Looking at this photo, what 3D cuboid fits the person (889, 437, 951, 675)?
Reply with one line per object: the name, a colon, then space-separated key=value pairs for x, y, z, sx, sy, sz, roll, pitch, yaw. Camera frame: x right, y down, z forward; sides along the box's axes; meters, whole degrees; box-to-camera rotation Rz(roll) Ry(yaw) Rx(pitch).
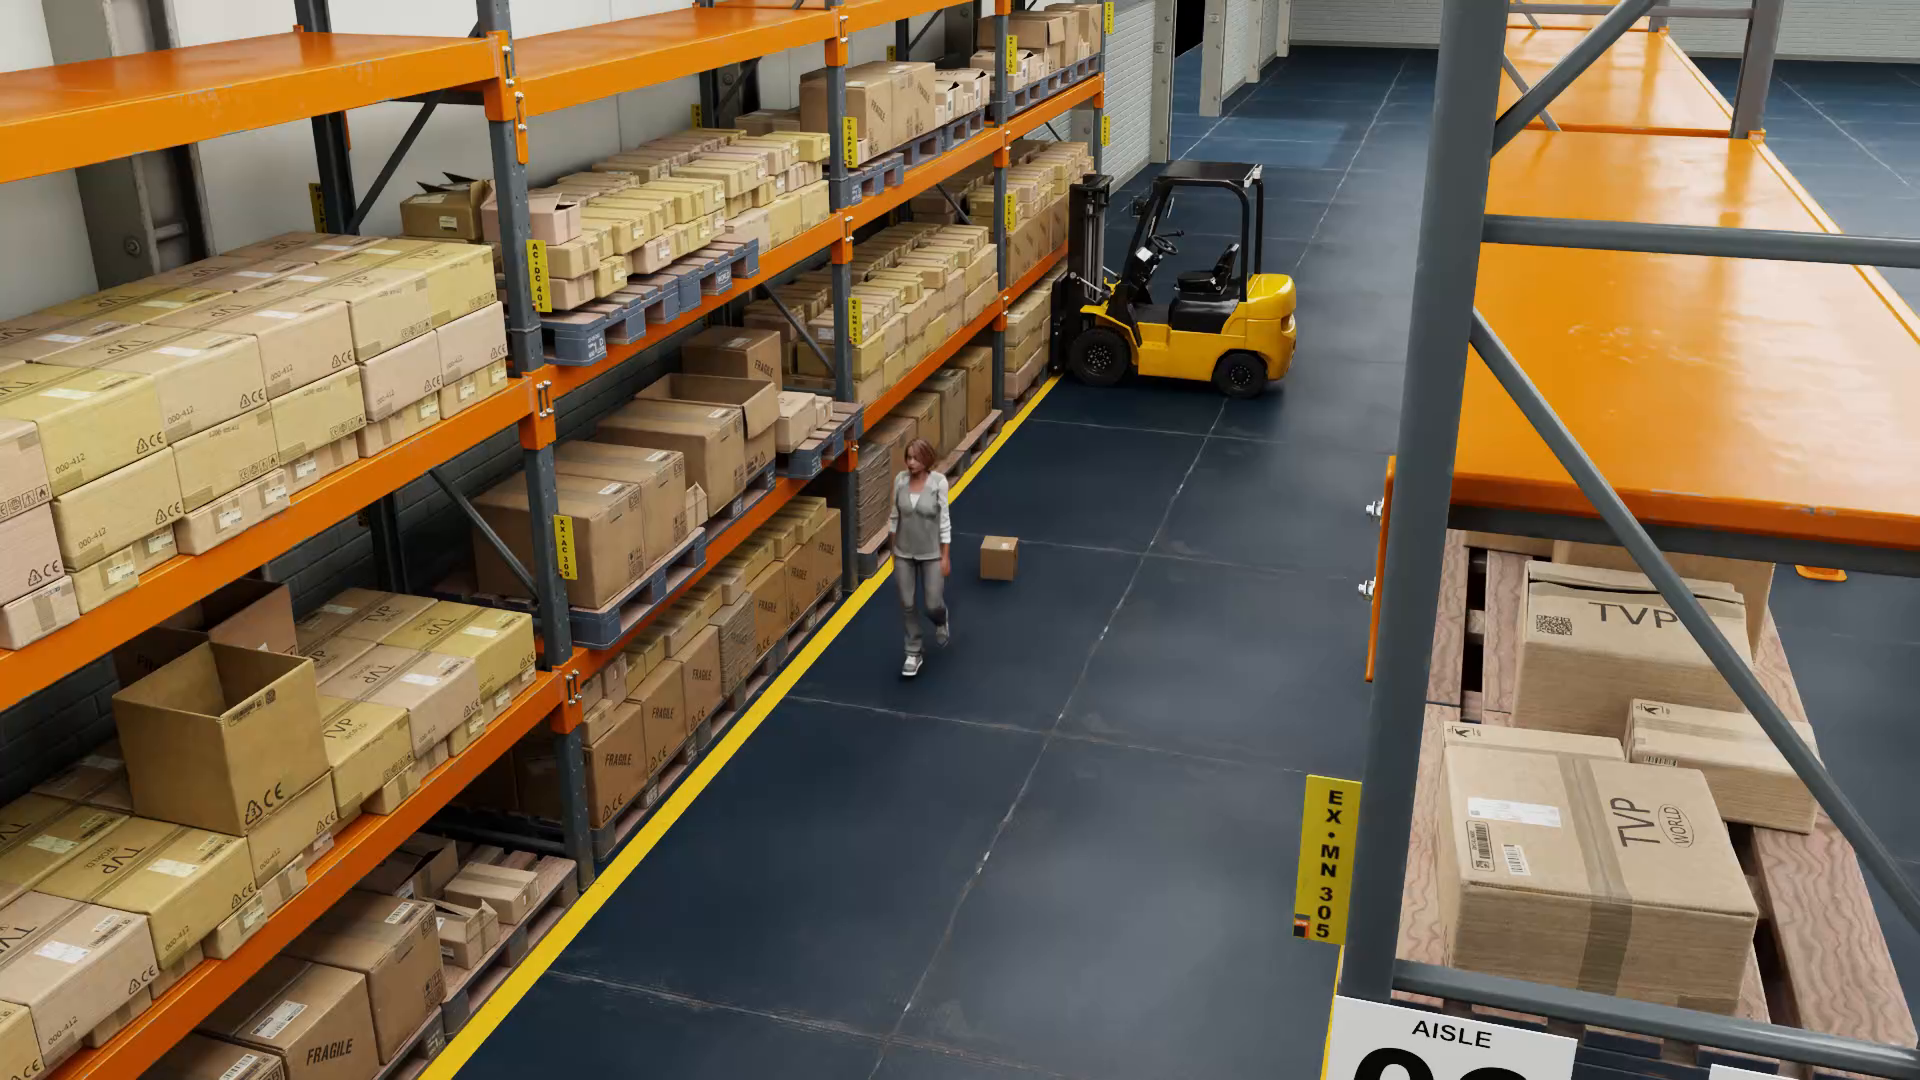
person: x=-0.250 y=0.084 z=10.820 sx=0.423 sy=1.591 sz=0.511 roll=5 pitch=23 yaw=13
